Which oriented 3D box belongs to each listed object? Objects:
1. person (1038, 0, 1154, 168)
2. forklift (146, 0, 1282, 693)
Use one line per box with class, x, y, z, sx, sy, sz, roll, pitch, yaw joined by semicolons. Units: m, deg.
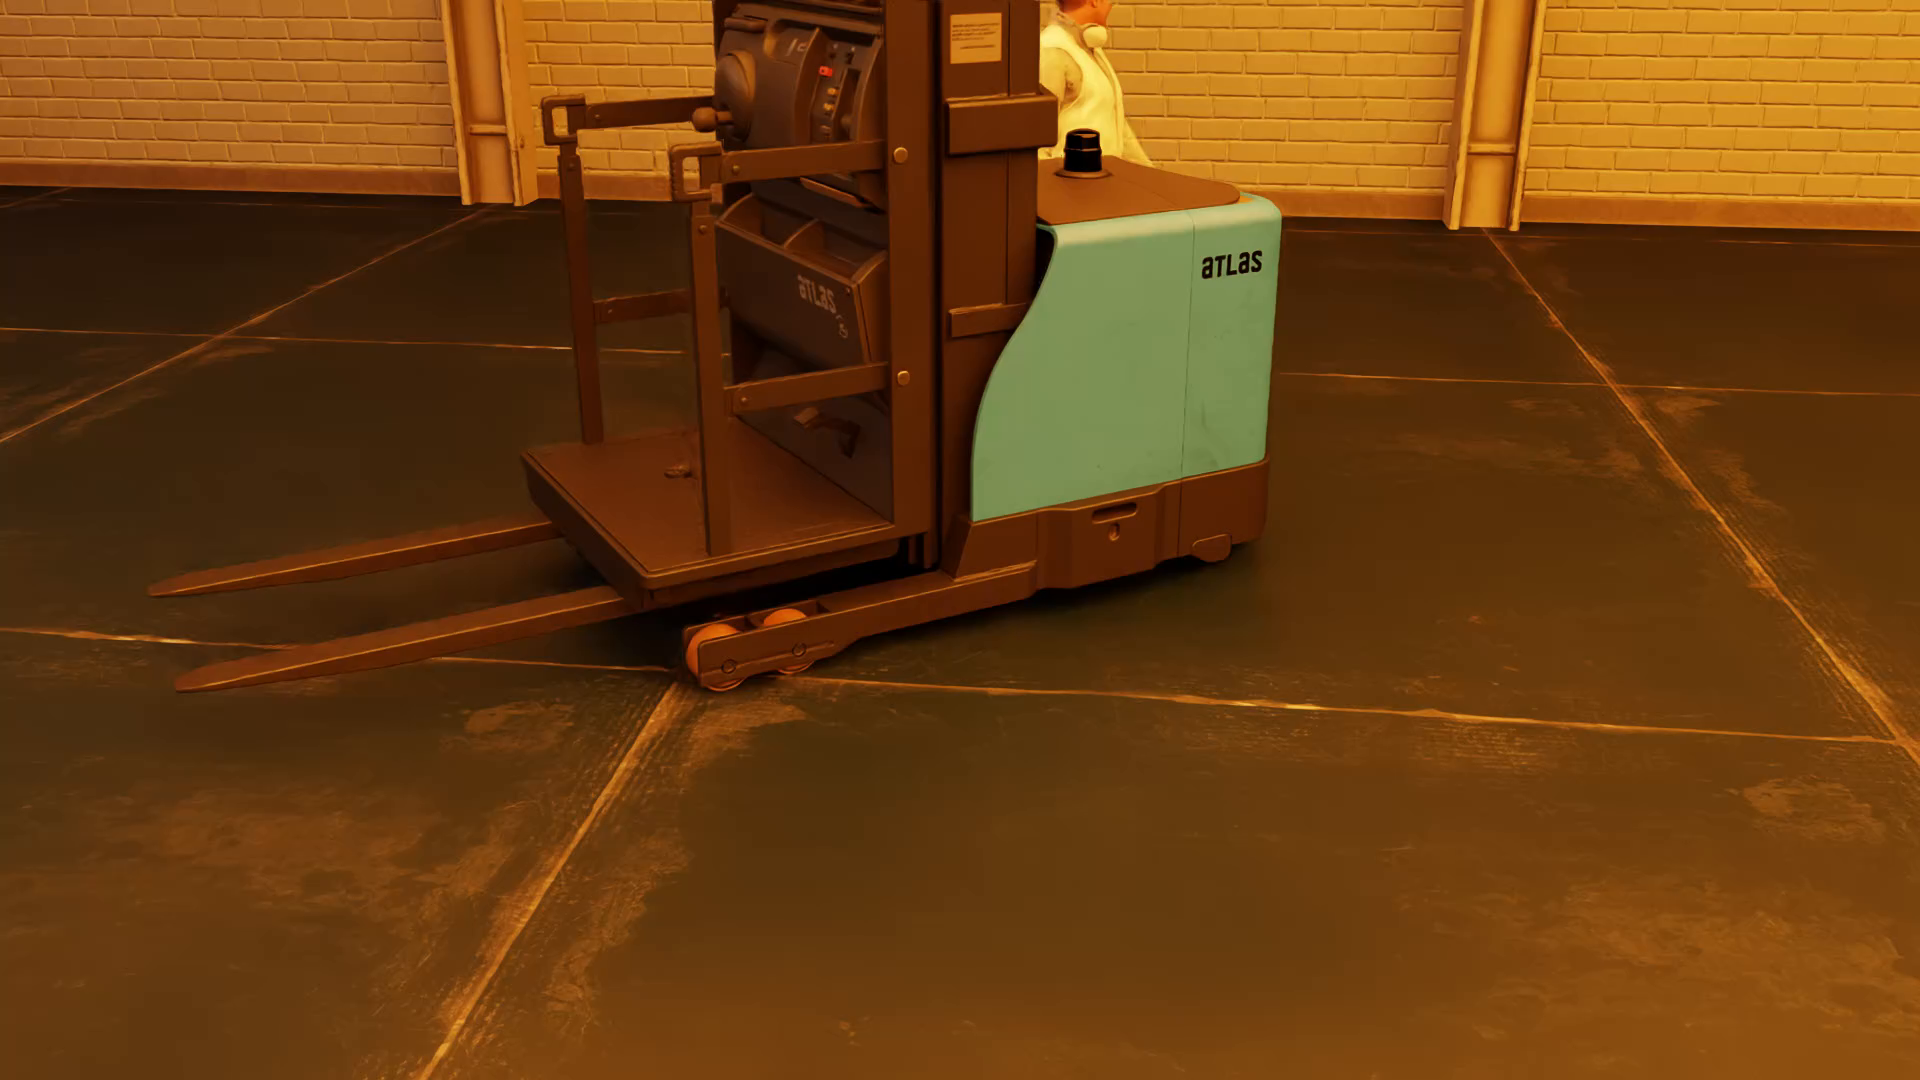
person;0.430;-1.219;5.937;0.762;1.717;0.703;6;23;15
forklift;-0.612;-1.201;4.236;3.031;2.935;1.130;-12;25;-27
